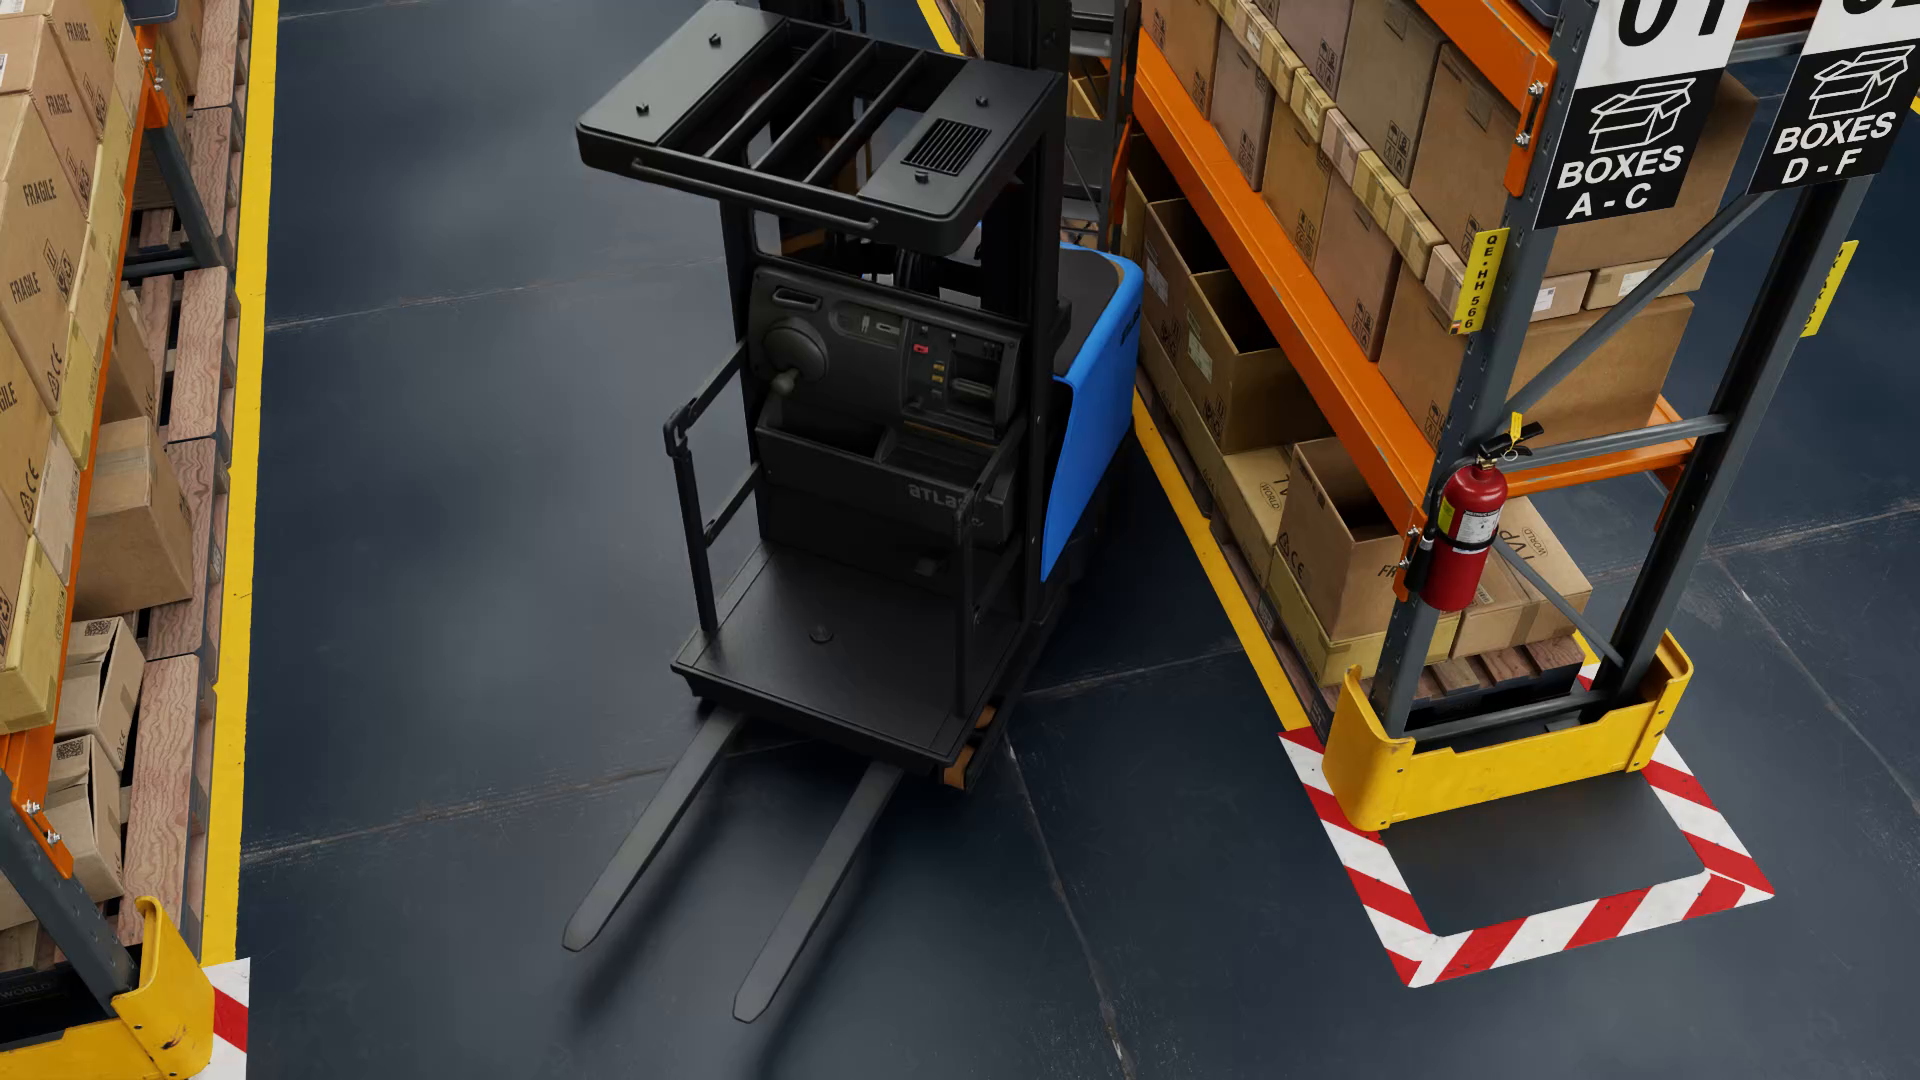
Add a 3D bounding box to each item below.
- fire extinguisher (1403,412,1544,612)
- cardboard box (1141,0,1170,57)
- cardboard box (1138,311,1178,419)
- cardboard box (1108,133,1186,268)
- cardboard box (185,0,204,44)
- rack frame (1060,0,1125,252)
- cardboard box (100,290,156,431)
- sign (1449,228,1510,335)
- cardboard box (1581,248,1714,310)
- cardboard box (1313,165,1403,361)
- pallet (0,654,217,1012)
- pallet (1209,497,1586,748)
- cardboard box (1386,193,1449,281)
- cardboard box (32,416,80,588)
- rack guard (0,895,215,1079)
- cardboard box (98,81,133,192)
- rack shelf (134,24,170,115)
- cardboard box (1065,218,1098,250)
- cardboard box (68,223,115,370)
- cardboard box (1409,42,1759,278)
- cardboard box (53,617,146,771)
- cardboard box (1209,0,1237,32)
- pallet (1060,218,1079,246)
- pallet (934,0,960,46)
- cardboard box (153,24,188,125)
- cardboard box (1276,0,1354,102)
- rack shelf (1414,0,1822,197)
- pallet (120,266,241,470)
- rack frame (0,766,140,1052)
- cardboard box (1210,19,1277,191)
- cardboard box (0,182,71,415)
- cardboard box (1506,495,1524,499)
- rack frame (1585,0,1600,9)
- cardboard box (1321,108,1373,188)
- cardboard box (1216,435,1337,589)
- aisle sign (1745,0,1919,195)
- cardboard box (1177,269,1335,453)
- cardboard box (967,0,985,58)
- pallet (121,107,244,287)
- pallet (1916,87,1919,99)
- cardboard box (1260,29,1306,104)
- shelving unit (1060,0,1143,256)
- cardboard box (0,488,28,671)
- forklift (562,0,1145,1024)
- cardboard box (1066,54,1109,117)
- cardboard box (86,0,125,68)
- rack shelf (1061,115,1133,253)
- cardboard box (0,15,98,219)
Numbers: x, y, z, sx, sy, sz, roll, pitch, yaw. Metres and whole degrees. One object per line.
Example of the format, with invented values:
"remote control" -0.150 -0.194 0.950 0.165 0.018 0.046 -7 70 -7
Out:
"fire extinguisher" 1.463 -0.078 4.780 0.296 0.674 0.183 -11 47 -10
"cardboard box" 1.119 -2.400 6.932 0.700 0.500 0.500 -11 47 -11
"cardboard box" 1.064 -0.806 7.071 0.500 0.250 0.500 -11 47 -10
"cardboard box" 0.930 -1.413 7.140 0.500 0.500 0.500 -11 47 -10
"cardboard box" -4.545 -2.963 8.996 0.700 0.500 0.500 -11 47 -11
"rack frame" 0.373 -1.210 6.465 0.400 2.100 0.015 10 46 9
"cardboard box" -3.625 -0.695 6.773 0.500 0.500 0.500 -14 47 -13
"sign" 1.354 -0.670 4.330 0.100 0.325 0.005 -11 47 -10
"cardboard box" 1.990 -0.844 4.953 0.380 0.149 0.250 -11 47 -11
"cardboard box" 1.636 -0.993 5.553 0.700 0.500 0.500 -10 46 -9
"pallet" -3.099 0.993 5.629 1.003 0.211 1.213 -11 47 -10
"pallet" 1.646 0.184 6.422 1.003 0.211 1.213 -11 47 -10
"cardboard box" 1.532 -0.943 5.050 0.380 0.149 0.250 -10 46 -9
"cardboard box" -2.870 -0.069 4.808 0.500 0.250 0.500 -12 47 -12
"rack guard" -2.925 1.459 4.970 1.175 0.500 0.348 -11 47 -10
"cardboard box" -3.396 -1.462 6.174 0.500 0.250 0.500 -11 47 -10
"rack shelf" -4.442 -3.254 8.342 1.077 0.370 4.000 -11 47 -10
"cardboard box" 0.807 -1.496 7.747 0.500 0.250 0.500 -11 47 -10
"cardboard box" -3.122 -0.771 5.496 0.500 0.250 0.500 -10 46 -10
"cardboard box" 1.761 -1.122 4.771 0.700 0.500 0.500 -11 47 -10
"cardboard box" -3.142 0.536 5.699 0.500 0.311 0.500 -7 46 -7
"cardboard box" 1.140 -2.006 6.091 0.380 0.149 0.250 -11 47 -11
"pallet" 1.021 -1.501 8.073 1.003 0.211 1.213 -11 47 -10
"pallet" 0.316 -3.403 9.937 1.003 0.211 1.213 -11 47 -10
"cardboard box" -4.315 -2.257 8.304 0.700 0.500 0.500 -12 47 -11
"cardboard box" 1.492 -1.832 5.467 0.700 0.500 0.500 -11 47 -10
"rack shelf" 1.370 -2.451 5.455 1.077 0.370 4.000 -11 47 -10
"pallet" -3.723 -0.692 7.280 1.003 0.211 1.213 -11 47 -10
"rack frame" -2.906 0.637 4.026 1.000 3.000 0.127 -11 47 -10
"cardboard box" 1.376 -1.700 6.245 0.700 0.500 0.500 -9 46 -9
"cardboard box" -2.980 -0.666 4.868 0.500 0.500 0.500 -12 47 -12
"cardboard box" 1.828 -0.212 6.488 0.500 0.250 0.500 -11 47 -10
"rack frame" 1.882 -2.371 2.773 1.000 3.000 0.127 -11 47 -10
"cardboard box" 1.404 -1.294 5.393 0.380 0.149 0.250 -10 46 -10
"cardboard box" 1.320 -0.115 6.394 0.500 0.250 0.500 -11 47 -10
"aisle sign" 2.195 -1.192 3.998 0.394 0.787 0.004 -11 47 -10
"cardboard box" 1.187 -0.722 6.464 0.500 0.500 0.500 -11 47 -10
"cardboard box" 0.344 -2.801 9.026 0.500 0.250 0.500 -11 47 -11
"pallet" -4.130 -1.686 8.255 1.003 0.211 1.213 -11 47 -10
"pallet" 5.779 -2.489 9.042 1.003 0.211 1.213 -11 47 -10
"cardboard box" 1.267 -1.656 5.749 0.380 0.149 0.250 -10 46 -9
"shelving unit" 0.428 -1.380 6.631 0.431 2.100 0.503 10 46 9
"cardboard box" -2.737 0.035 4.181 0.500 0.500 0.500 -11 47 -10
"forklift" -0.337 -0.499 5.187 1.130 2.935 3.031 17 48 16
"cardboard box" 0.674 -2.103 7.817 0.500 0.500 0.500 -11 47 -10
"cardboard box" -3.510 -2.072 6.246 0.500 0.500 0.500 -11 47 -10
"rack shelf" 0.428 -1.370 6.641 0.431 0.518 0.480 10 46 9
"cardboard box" -3.258 -1.379 5.567 0.500 0.500 0.500 -12 47 -11
